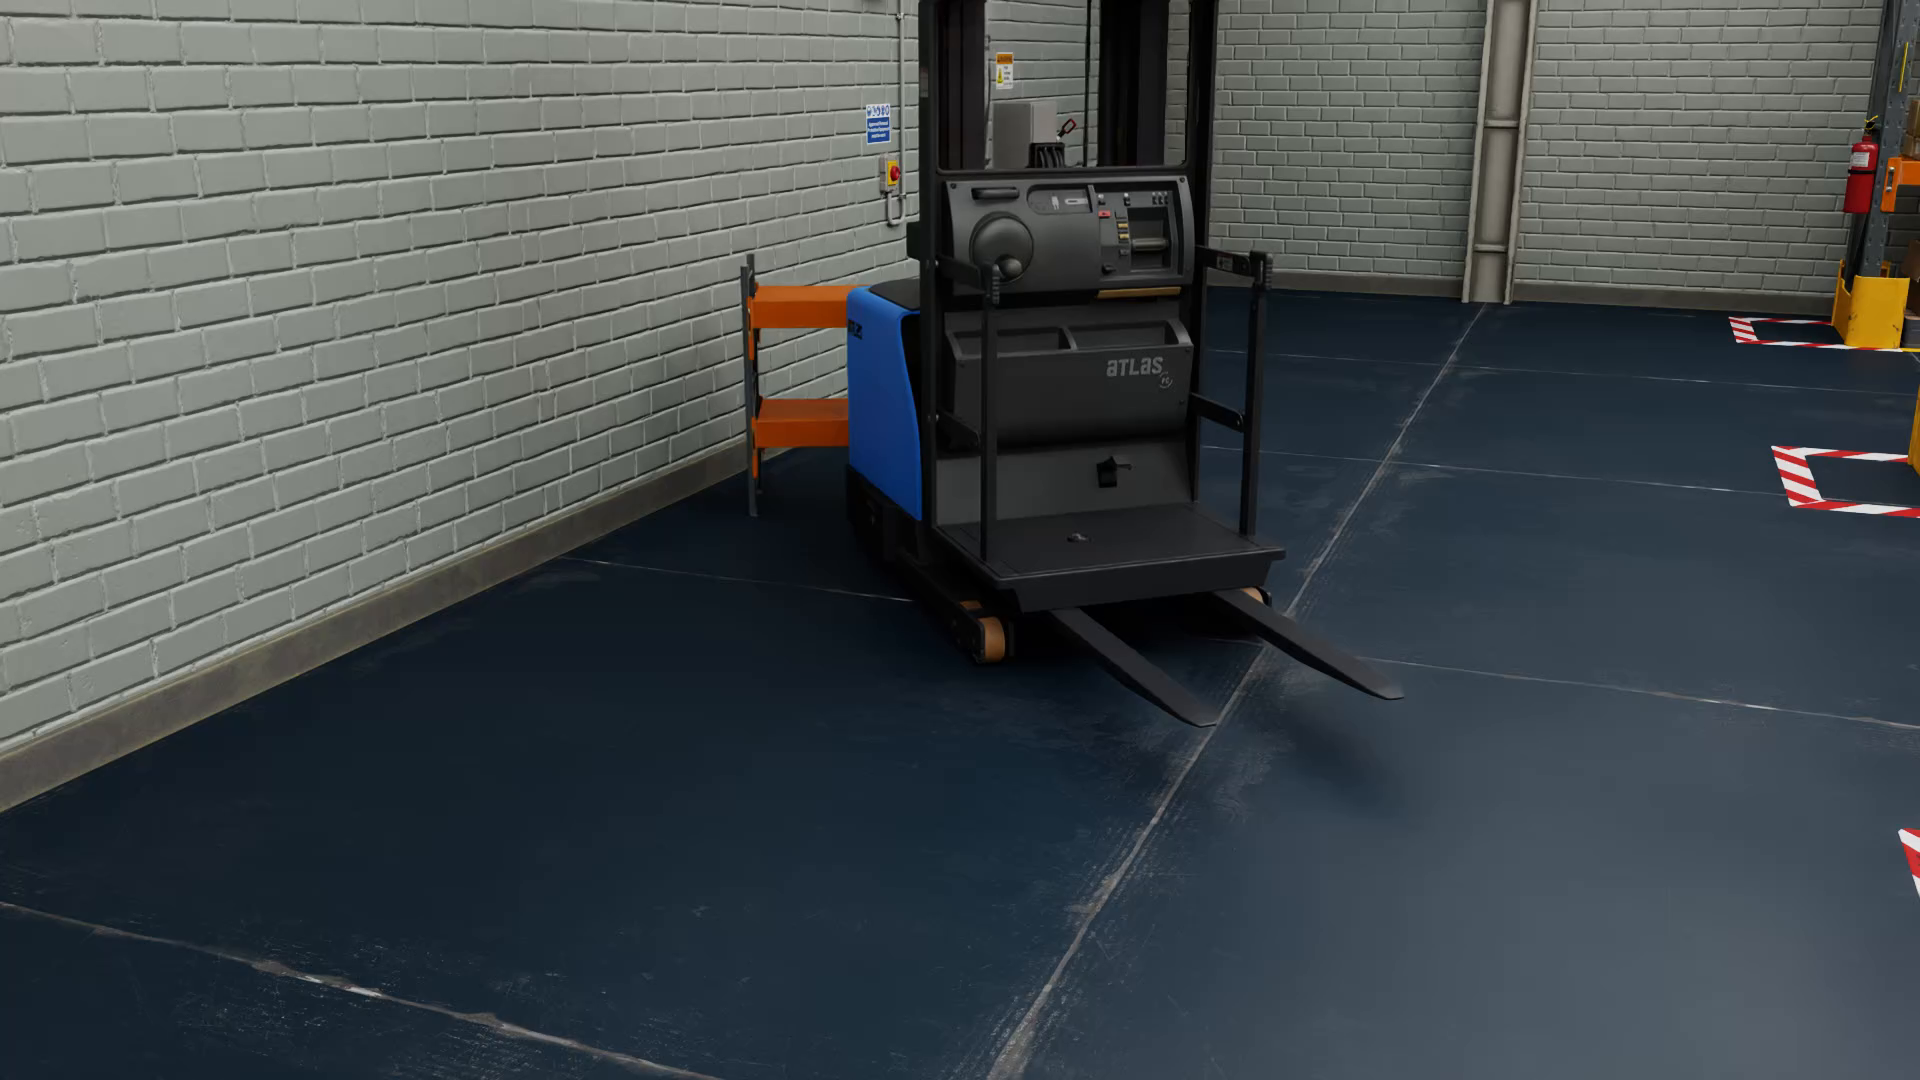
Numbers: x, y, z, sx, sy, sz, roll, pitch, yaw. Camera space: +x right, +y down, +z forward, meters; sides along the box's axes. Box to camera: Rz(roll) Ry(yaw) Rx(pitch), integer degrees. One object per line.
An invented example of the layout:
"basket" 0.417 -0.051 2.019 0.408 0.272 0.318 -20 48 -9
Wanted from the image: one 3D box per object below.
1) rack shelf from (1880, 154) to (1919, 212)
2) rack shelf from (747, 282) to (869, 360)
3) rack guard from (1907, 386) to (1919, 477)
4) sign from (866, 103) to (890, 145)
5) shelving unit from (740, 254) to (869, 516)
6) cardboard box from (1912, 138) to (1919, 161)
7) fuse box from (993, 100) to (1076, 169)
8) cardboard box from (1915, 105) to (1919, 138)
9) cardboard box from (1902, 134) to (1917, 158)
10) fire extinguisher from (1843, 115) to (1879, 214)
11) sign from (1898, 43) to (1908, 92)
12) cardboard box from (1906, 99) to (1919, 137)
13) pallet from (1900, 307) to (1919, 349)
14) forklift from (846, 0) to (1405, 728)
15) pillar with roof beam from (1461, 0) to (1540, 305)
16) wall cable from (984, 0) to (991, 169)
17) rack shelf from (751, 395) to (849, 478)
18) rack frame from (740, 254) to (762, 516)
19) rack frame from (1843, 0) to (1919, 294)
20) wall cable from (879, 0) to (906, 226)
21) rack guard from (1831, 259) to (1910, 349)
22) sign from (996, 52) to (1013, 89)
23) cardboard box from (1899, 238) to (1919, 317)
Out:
"rack shelf" 8.541 -2.423 11.430 4.000 0.370 1.077 6 17 21
"rack shelf" -0.448 -1.008 7.578 1.000 0.278 0.538 -1 16 -3
"rack guard" 4.840 -0.487 7.956 0.348 0.500 1.175 6 17 21
"sign" -0.466 -2.380 9.506 0.001 0.218 0.327 6 17 21
"shelving unit" -0.448 -0.727 7.660 1.048 1.125 0.538 -1 16 -3
"cardboard box" 6.886 -2.748 11.709 0.250 0.149 0.380 6 17 20
"fuse box" 0.515 -2.167 11.570 0.414 1.711 0.539 6 17 21
"cardboard box" 7.004 -2.928 11.614 0.500 0.250 0.500 6 17 21
"cardboard box" 7.087 -2.888 12.193 0.250 0.149 0.380 6 17 20
"fire extinguisher" 6.374 -2.652 11.737 0.183 0.674 0.296 6 17 21
"sign" 6.482 -3.248 11.429 0.005 0.325 0.100 6 17 21
"cardboard box" 7.206 -3.066 12.089 0.500 0.250 0.500 7 18 22
"pallet" 7.493 -1.545 12.117 1.213 0.211 1.003 6 17 21
"forklift" 0.473 -1.108 5.733 1.130 2.935 3.031 -6 17 -19
"pillar with roof beam" 2.923 -5.247 9.108 0.400 9.000 9.100 6 17 21
"wall cable" 0.118 -3.113 10.695 0.122 1.984 0.588 6 17 21
"rack shelf" -0.448 -0.492 7.728 1.000 0.278 0.538 -1 16 -3
"rack frame" -0.955 -0.718 7.631 0.032 1.125 0.500 -1 16 -3
"rack frame" 6.681 -2.973 12.035 0.127 3.000 1.000 6 17 21
"wall cable" -0.391 -2.759 9.419 0.123 1.953 0.585 6 17 21
"rack guard" 6.751 -1.765 12.357 0.348 0.500 1.175 6 17 21
"sign" 0.302 -3.190 11.299 0.001 0.242 0.339 6 17 21
"cardboard box" 7.215 -1.889 12.024 0.637 0.503 0.797 6 17 18
